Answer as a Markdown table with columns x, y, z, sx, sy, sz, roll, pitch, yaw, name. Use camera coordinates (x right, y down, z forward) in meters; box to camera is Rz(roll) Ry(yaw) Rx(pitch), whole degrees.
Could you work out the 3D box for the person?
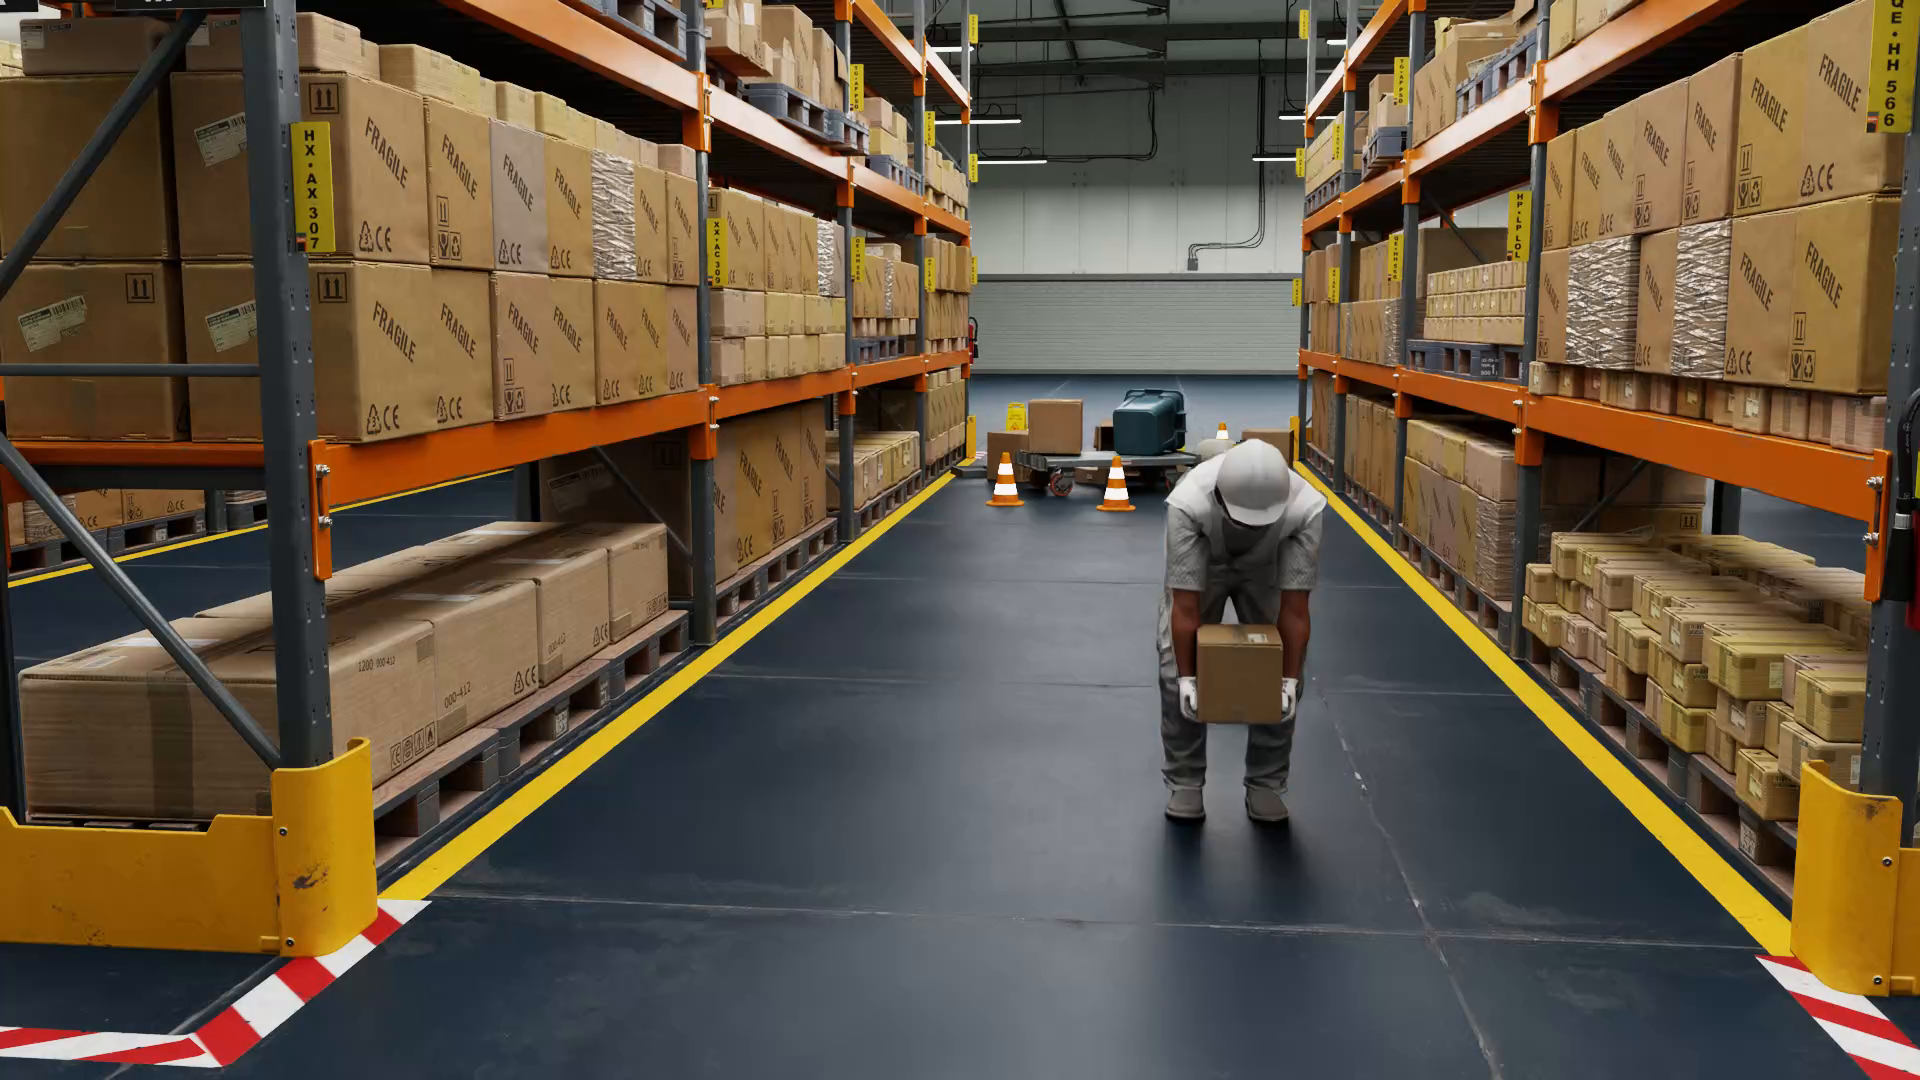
| x | y | z | sx | sy | sz | roll | pitch | yaw | name |
| --- | --- | --- | --- | --- | --- | --- | --- | --- | --- |
| 0.887 | 0.299 | 5.303 | 0.508 | 1.293 | 0.939 | 1 | 8 | 4 | person |
